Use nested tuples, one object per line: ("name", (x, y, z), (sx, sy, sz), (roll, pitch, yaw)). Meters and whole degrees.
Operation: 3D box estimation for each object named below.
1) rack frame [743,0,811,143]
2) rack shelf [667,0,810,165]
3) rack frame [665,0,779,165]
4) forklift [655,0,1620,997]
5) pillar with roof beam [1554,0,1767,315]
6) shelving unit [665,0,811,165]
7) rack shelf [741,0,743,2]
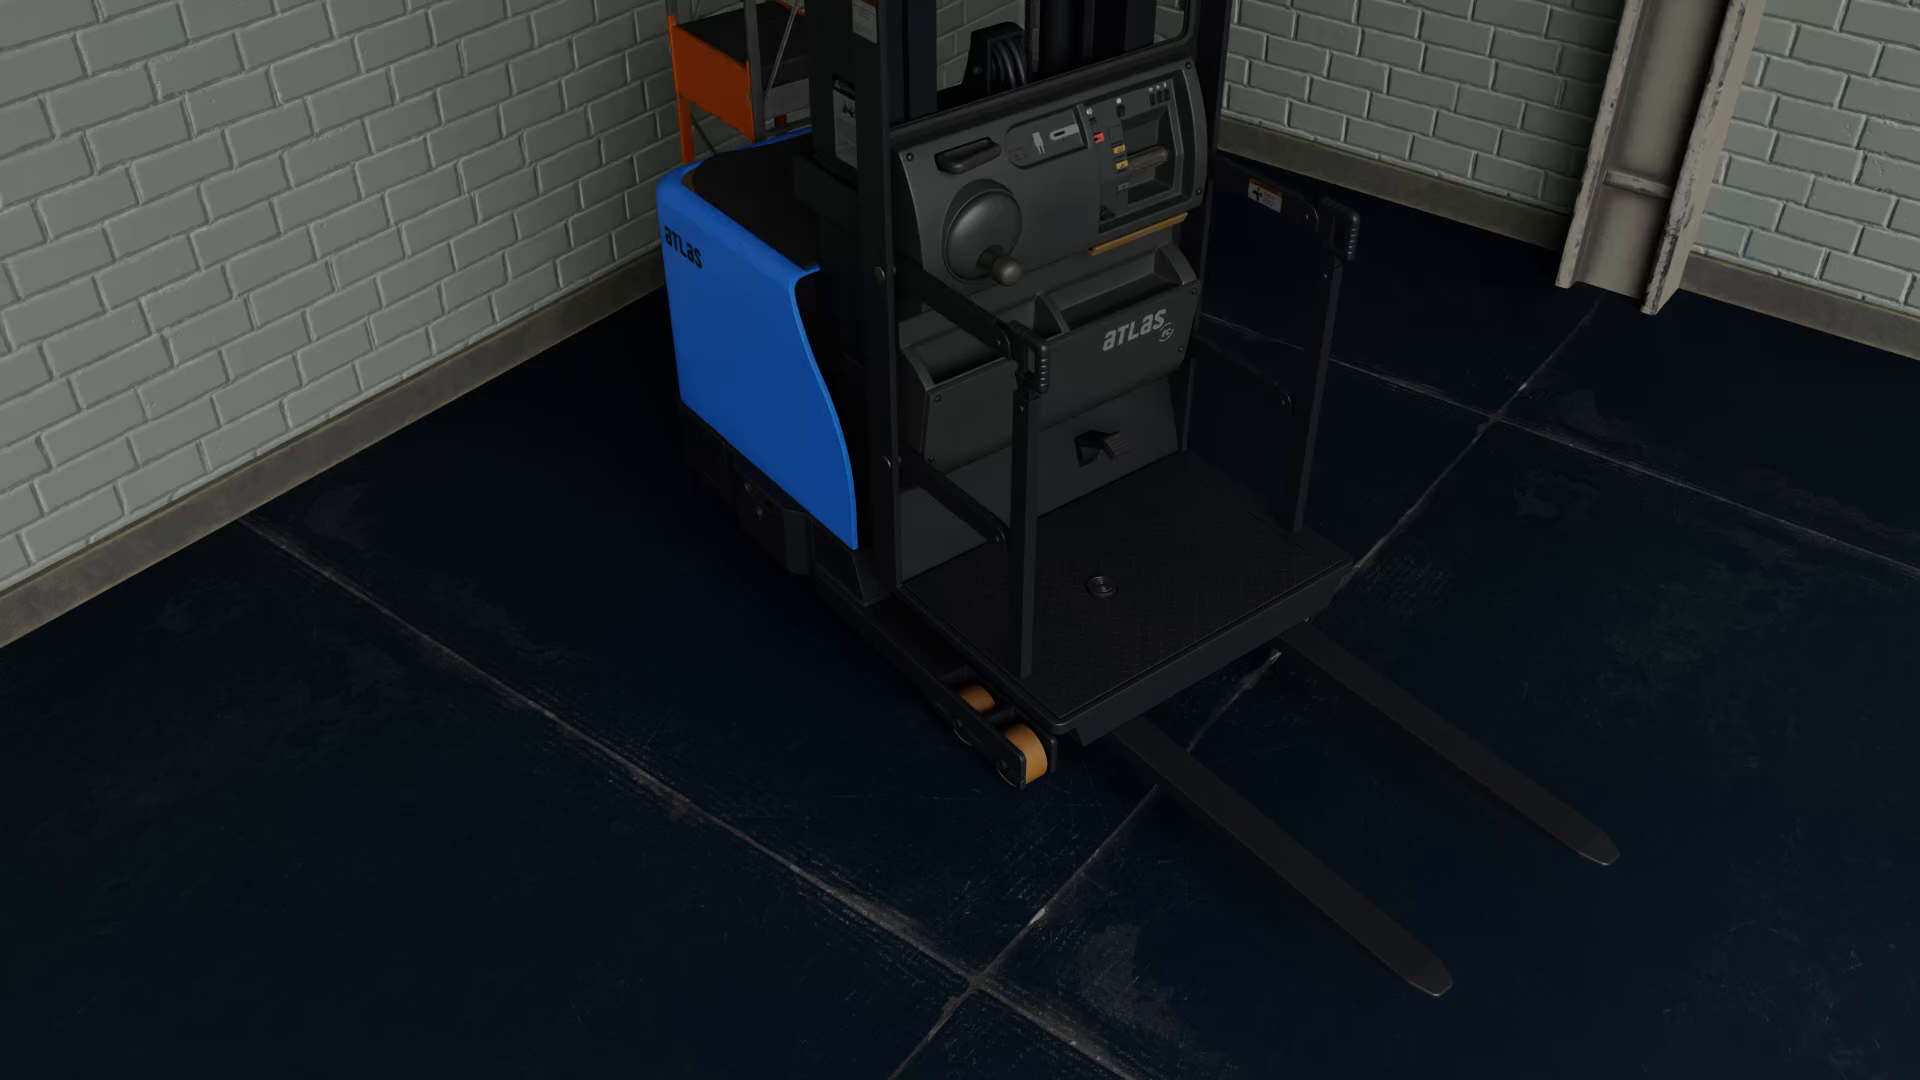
("rack frame", (-0.472, -1.313, 5.224), (0.400, 2.100, 0.015), (-25, 45, -29))
("rack shelf", (-0.621, -1.422, 5.385), (0.431, 0.518, 0.480), (-25, 45, -29))
("rack frame", (-0.769, -1.552, 5.529), (0.400, 2.100, 0.015), (-25, 45, -29))
("forklift", (0.380, -0.849, 3.957), (1.130, 2.935, 3.031), (-25, 45, -29))
("pillar with roof beam", (-0.033, -2.440, 1.067), (0.400, 9.000, 9.100), (25, 45, 29))
("shelving unit", (-0.621, -1.433, 5.377), (0.431, 2.100, 0.503), (-25, 45, -29))
("rack shelf", (-0.621, -1.973, 4.954), (0.431, 0.518, 0.480), (-25, 45, -29))
